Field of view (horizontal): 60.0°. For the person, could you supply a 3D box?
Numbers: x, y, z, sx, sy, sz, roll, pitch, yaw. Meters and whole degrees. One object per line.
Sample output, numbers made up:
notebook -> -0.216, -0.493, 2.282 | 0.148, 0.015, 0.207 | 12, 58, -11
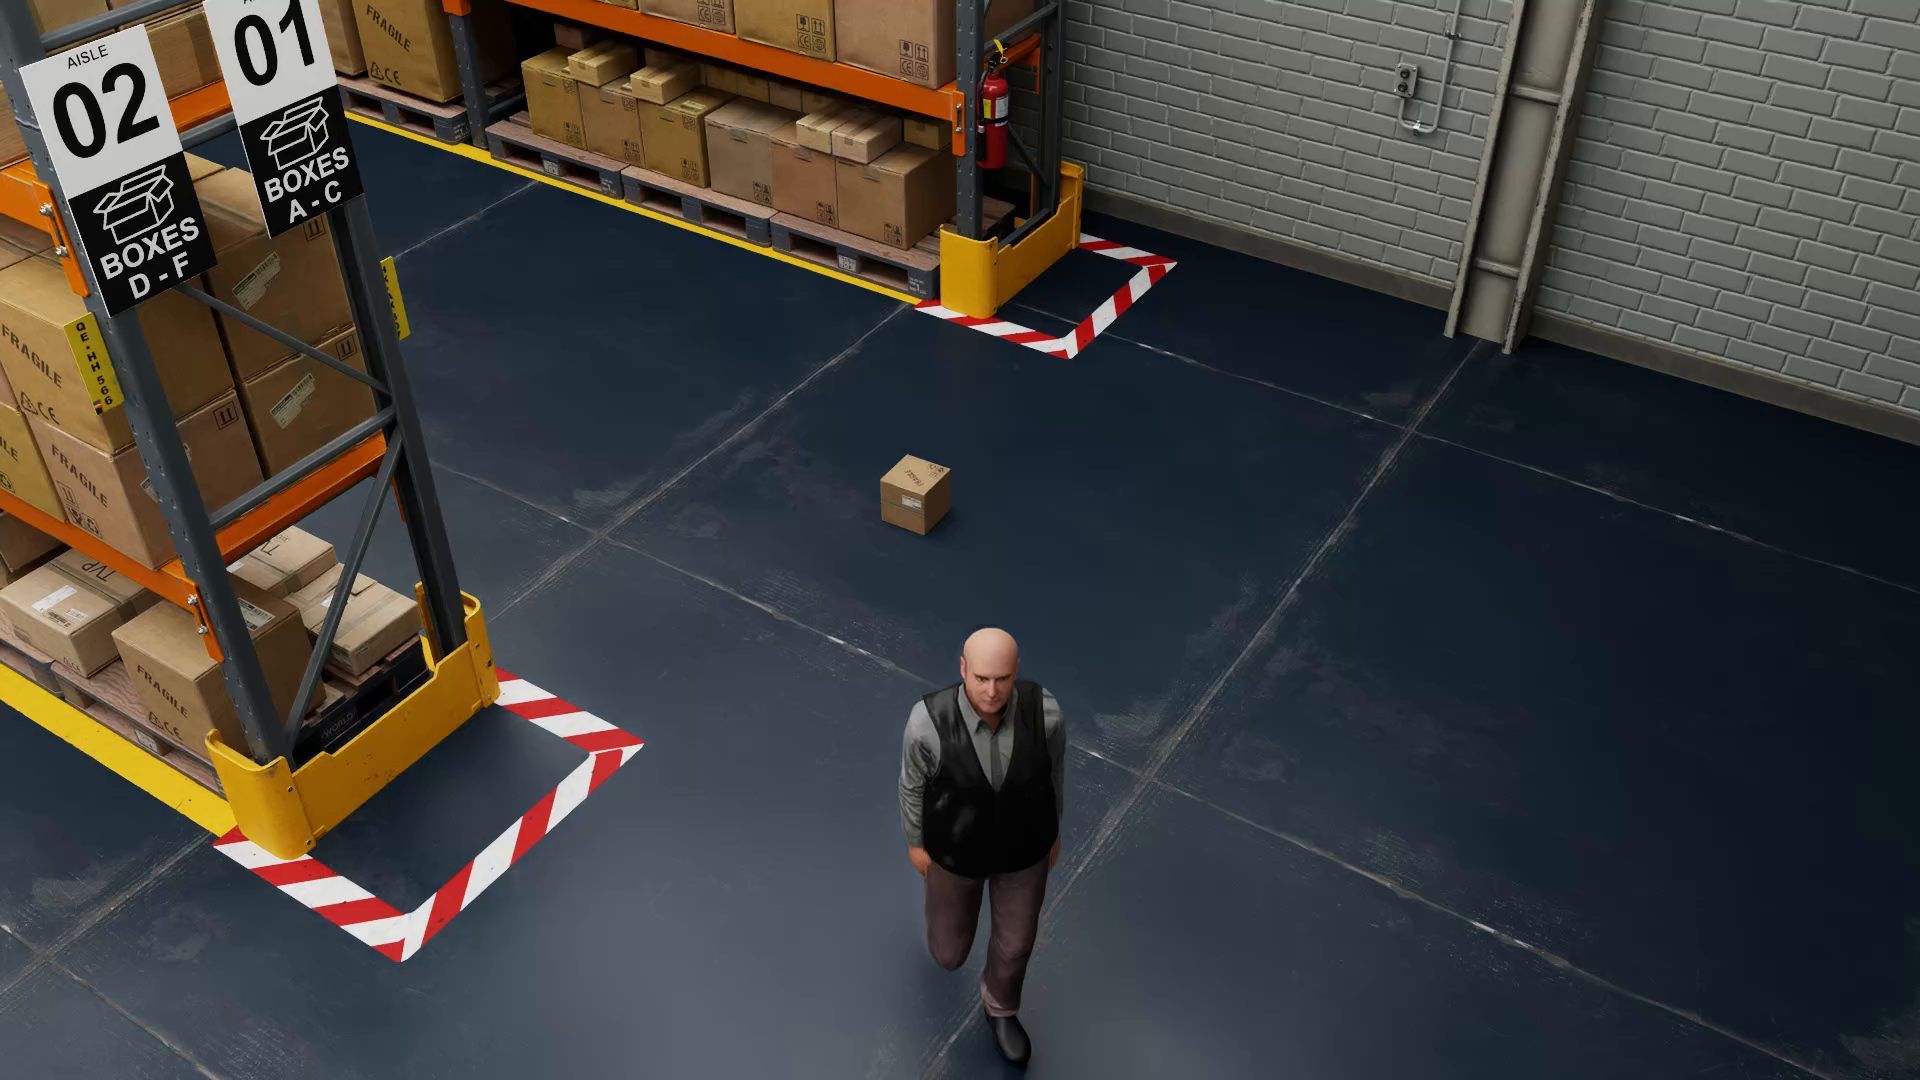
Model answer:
person -> 0.073, 0.968, 5.443 | 0.541, 1.705, 0.658 | -7, 39, -8
